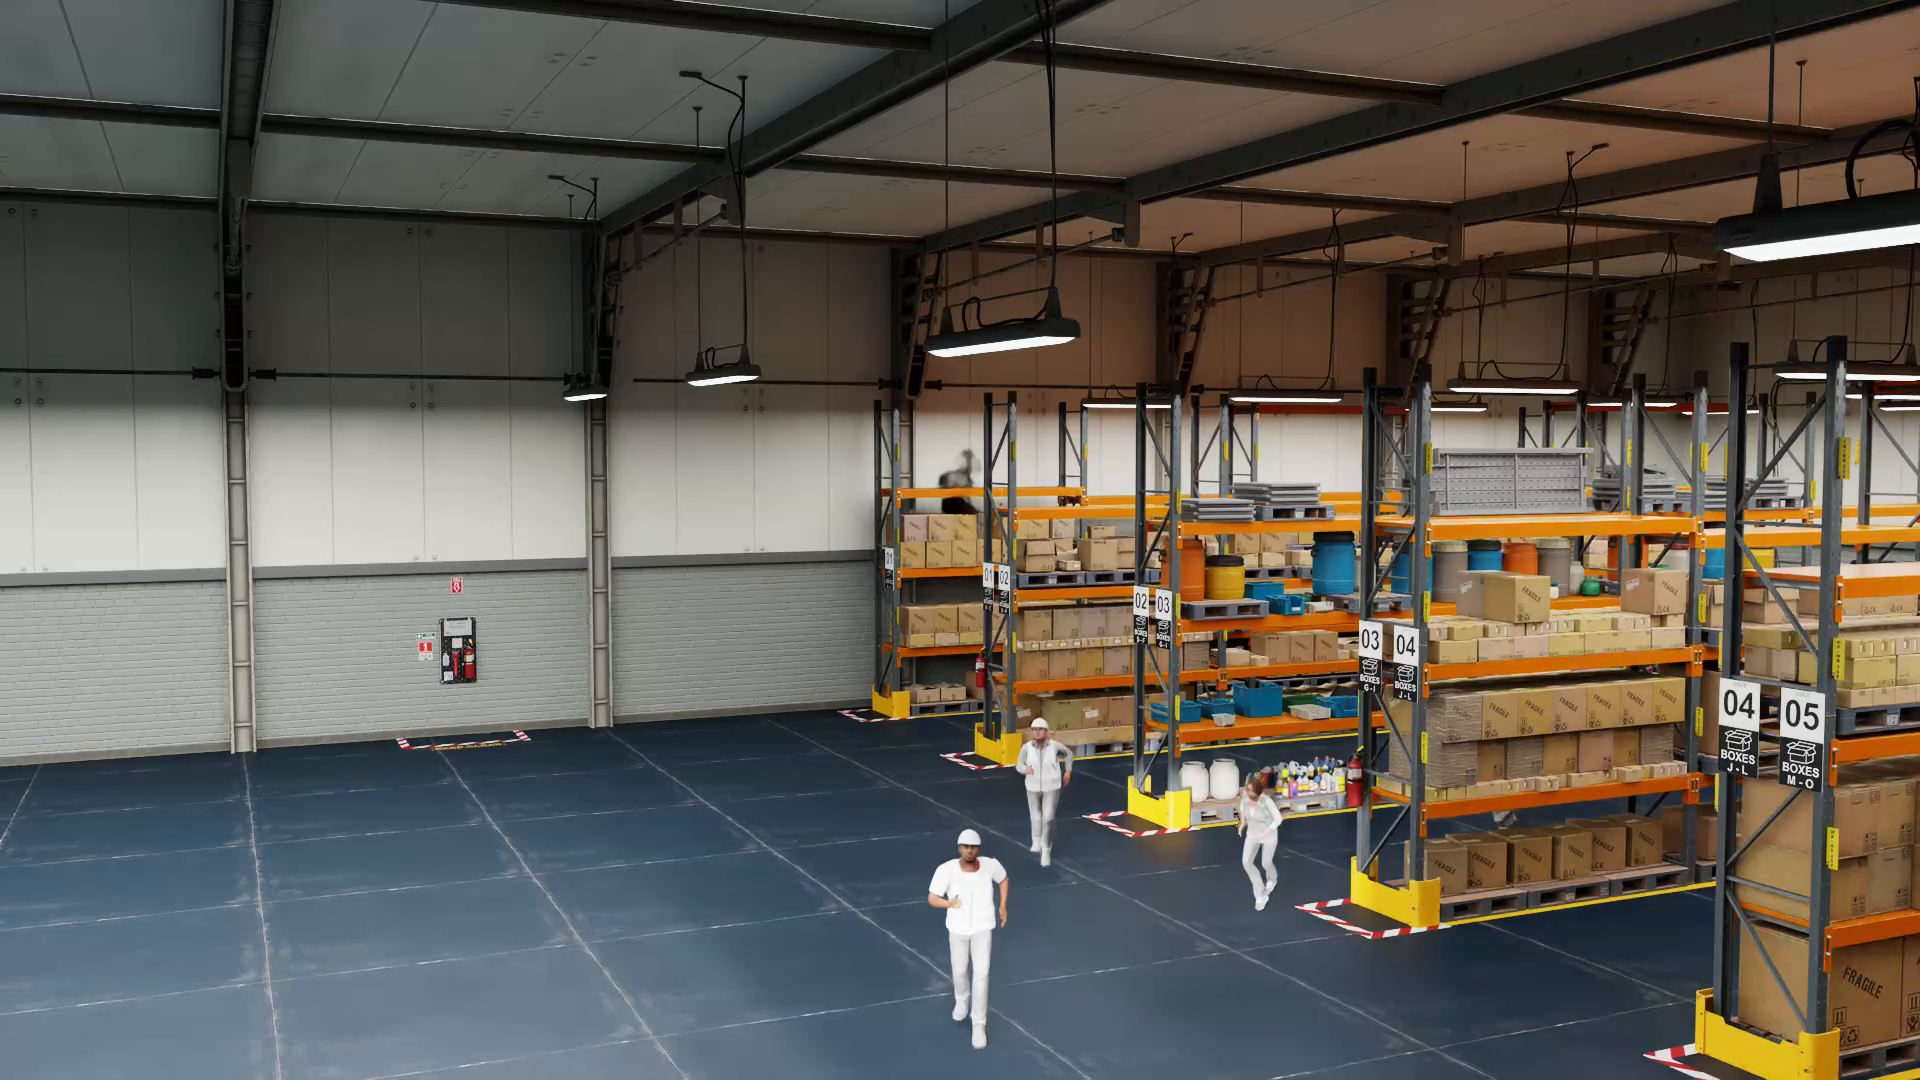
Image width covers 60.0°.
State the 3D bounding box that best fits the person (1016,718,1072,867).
[{"bbox_3d":[1.036,3.088,20.531,0.656,1.814,0.891,1,3,13],"label":"person"}]

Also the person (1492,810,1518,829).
[{"bbox_3d":[6.970,3.021,21.584,0.581,1.741,0.643,-2,4,-30],"label":"person"}]

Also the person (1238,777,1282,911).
[{"bbox_3d":[3.428,3.347,18.696,0.544,1.483,0.902,2,4,35],"label":"person"}]

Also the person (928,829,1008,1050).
[{"bbox_3d":[0.073,3.420,14.547,0.703,1.823,0.833,0,3,1],"label":"person"}]
